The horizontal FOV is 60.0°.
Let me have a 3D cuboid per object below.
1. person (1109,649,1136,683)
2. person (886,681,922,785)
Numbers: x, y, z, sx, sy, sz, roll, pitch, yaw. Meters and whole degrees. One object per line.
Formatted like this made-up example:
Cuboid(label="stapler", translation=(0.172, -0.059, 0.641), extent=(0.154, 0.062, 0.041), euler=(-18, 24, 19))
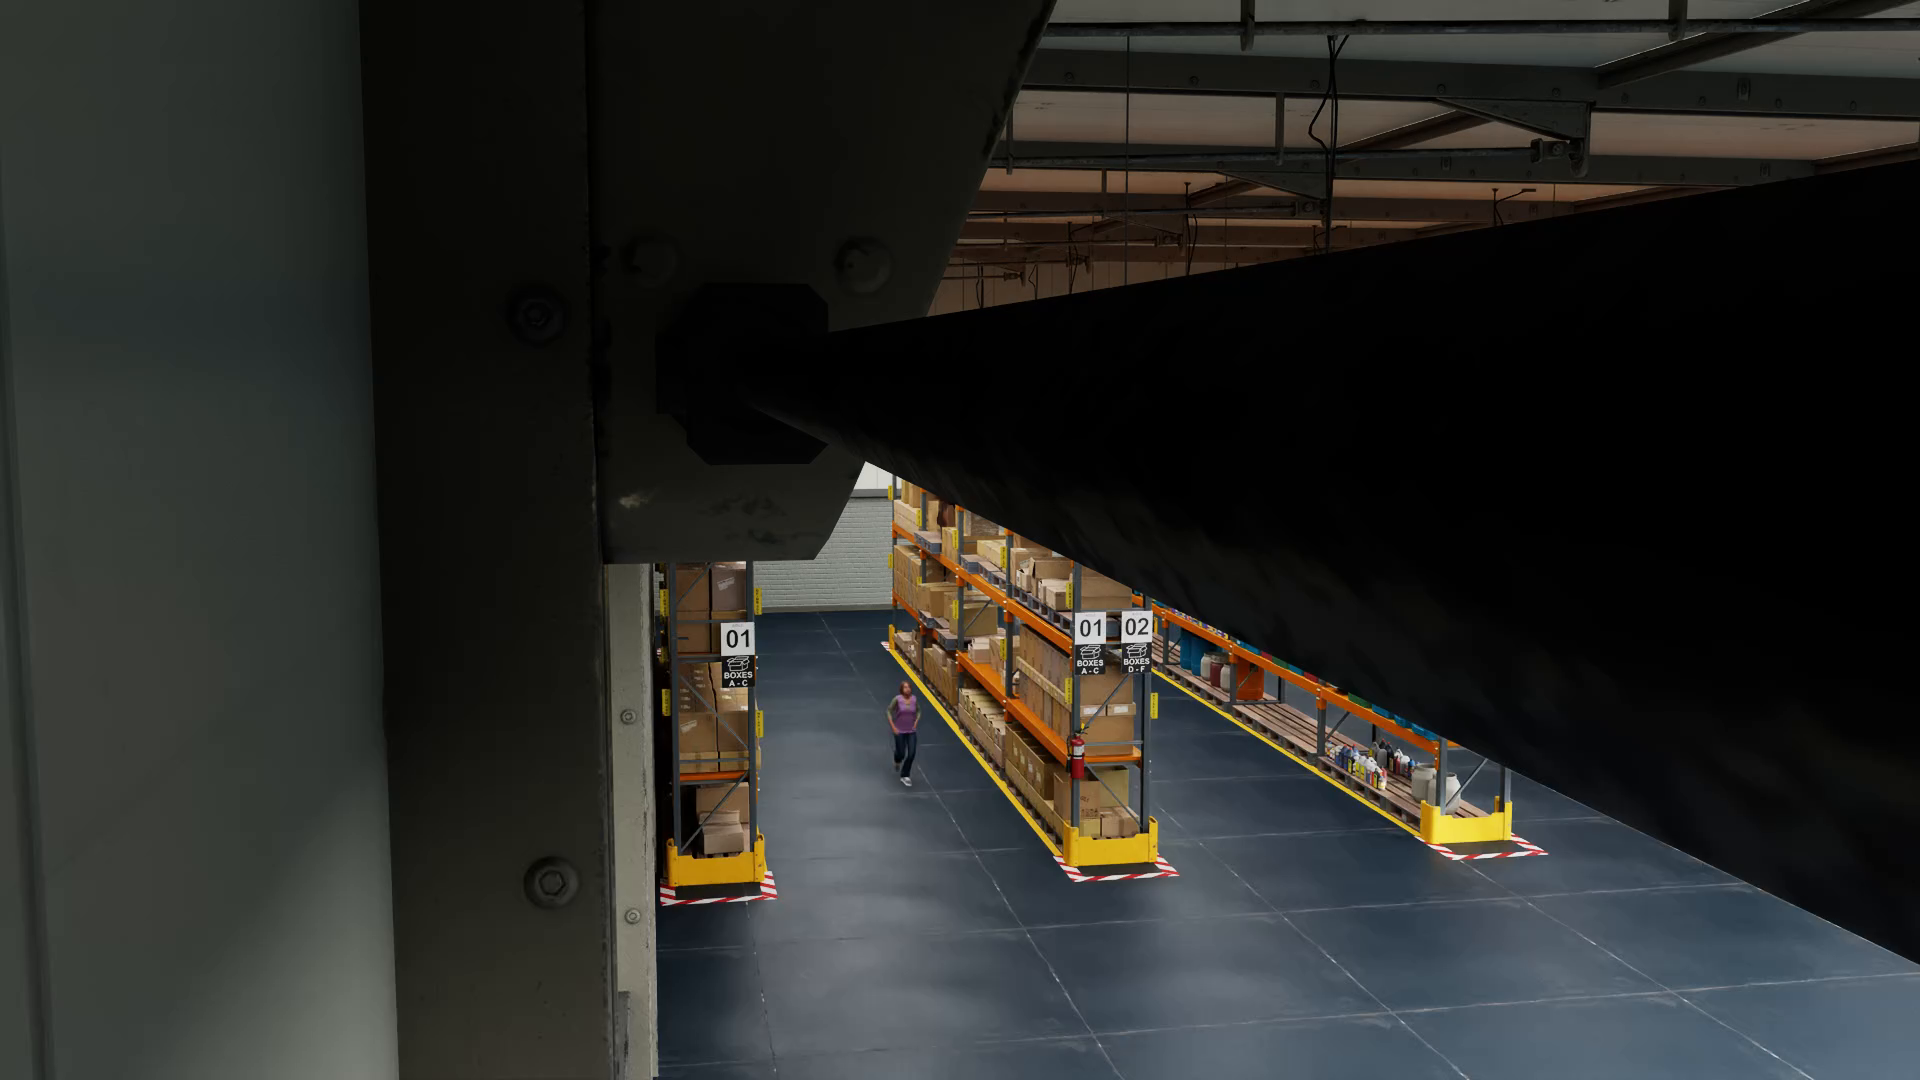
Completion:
Cuboid(label="person", translation=(2.976, 2.302, 29.455), extent=(0.596, 1.738, 0.768), euler=(-1, 6, -13))
Cuboid(label="person", translation=(-0.830, 2.876, 24.920), extent=(0.542, 1.561, 0.570), euler=(-2, 6, -15))
